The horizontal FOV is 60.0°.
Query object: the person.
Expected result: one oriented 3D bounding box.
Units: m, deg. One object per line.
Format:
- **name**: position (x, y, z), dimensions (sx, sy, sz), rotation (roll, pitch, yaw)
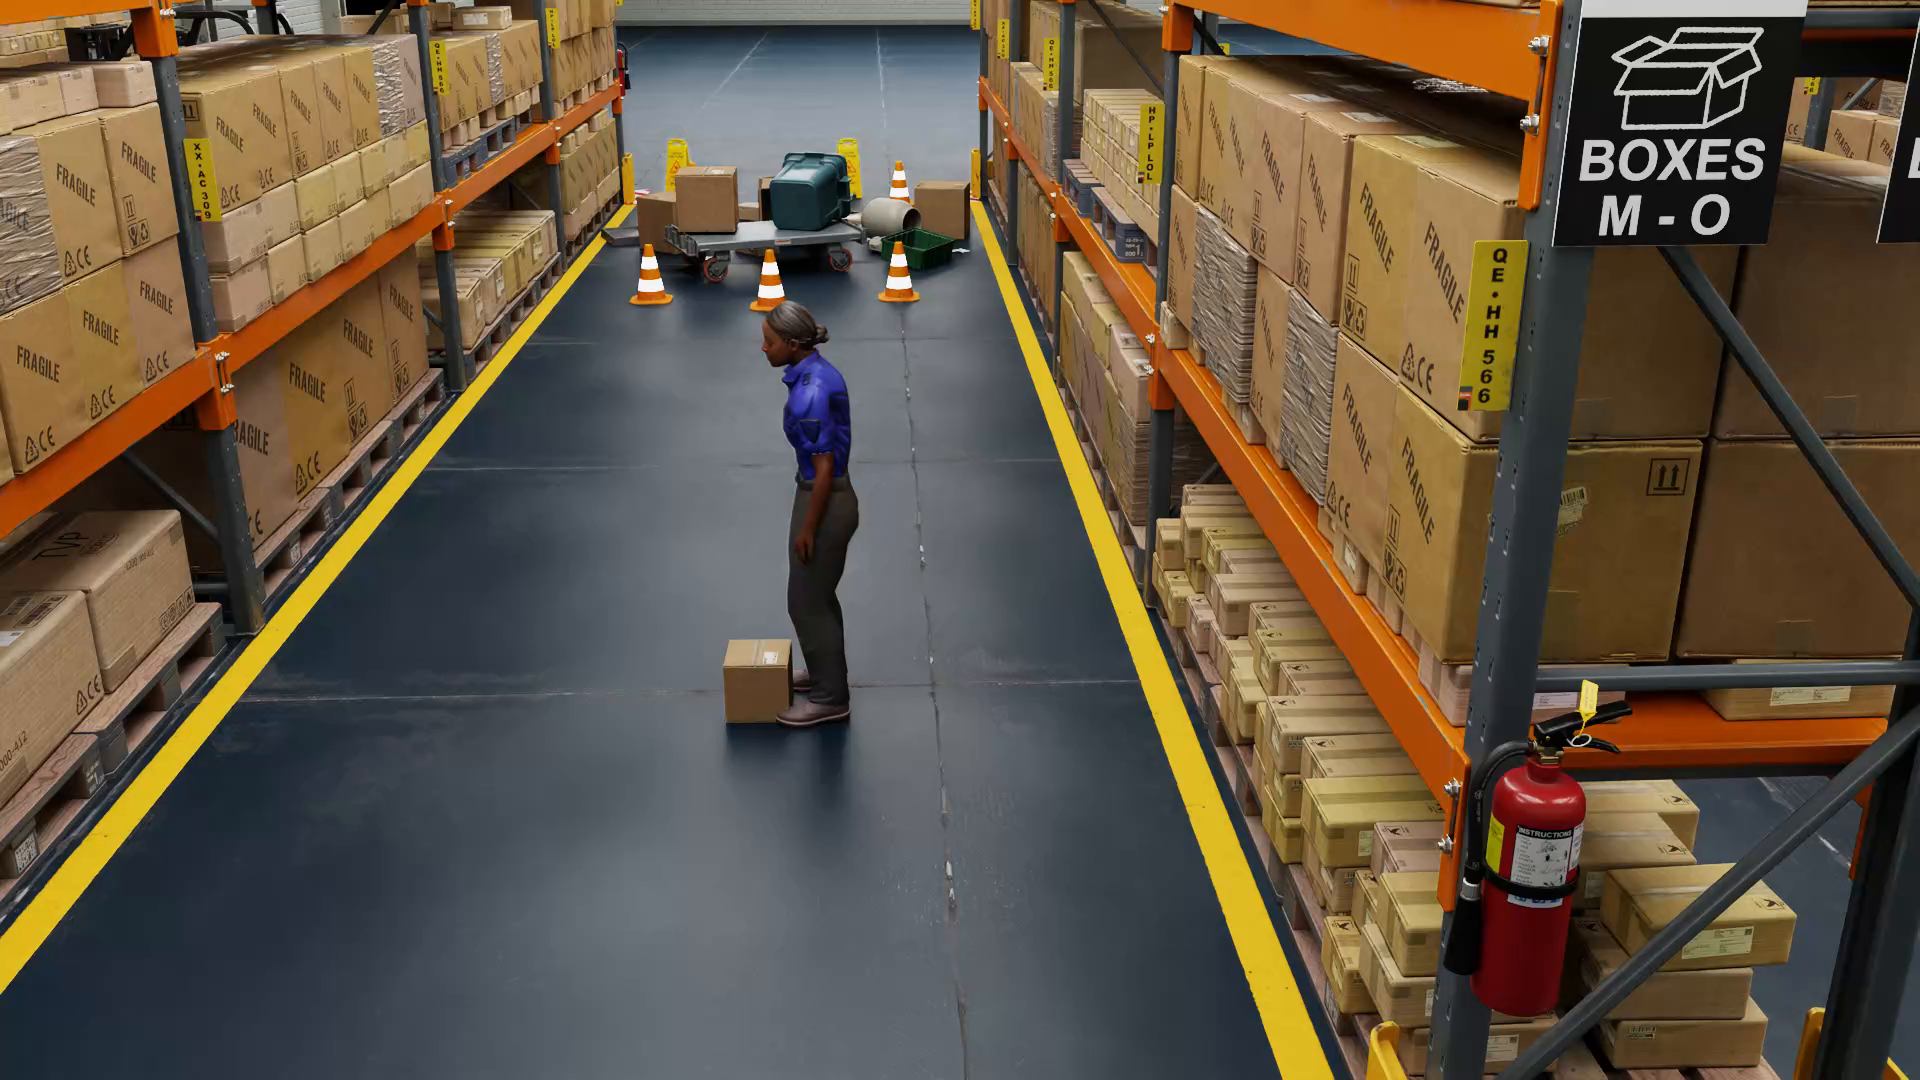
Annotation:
- **person**: position (-0.561, -0.109, 6.377), dimensions (0.347, 1.654, 0.505), rotation (-2, 21, -4)
